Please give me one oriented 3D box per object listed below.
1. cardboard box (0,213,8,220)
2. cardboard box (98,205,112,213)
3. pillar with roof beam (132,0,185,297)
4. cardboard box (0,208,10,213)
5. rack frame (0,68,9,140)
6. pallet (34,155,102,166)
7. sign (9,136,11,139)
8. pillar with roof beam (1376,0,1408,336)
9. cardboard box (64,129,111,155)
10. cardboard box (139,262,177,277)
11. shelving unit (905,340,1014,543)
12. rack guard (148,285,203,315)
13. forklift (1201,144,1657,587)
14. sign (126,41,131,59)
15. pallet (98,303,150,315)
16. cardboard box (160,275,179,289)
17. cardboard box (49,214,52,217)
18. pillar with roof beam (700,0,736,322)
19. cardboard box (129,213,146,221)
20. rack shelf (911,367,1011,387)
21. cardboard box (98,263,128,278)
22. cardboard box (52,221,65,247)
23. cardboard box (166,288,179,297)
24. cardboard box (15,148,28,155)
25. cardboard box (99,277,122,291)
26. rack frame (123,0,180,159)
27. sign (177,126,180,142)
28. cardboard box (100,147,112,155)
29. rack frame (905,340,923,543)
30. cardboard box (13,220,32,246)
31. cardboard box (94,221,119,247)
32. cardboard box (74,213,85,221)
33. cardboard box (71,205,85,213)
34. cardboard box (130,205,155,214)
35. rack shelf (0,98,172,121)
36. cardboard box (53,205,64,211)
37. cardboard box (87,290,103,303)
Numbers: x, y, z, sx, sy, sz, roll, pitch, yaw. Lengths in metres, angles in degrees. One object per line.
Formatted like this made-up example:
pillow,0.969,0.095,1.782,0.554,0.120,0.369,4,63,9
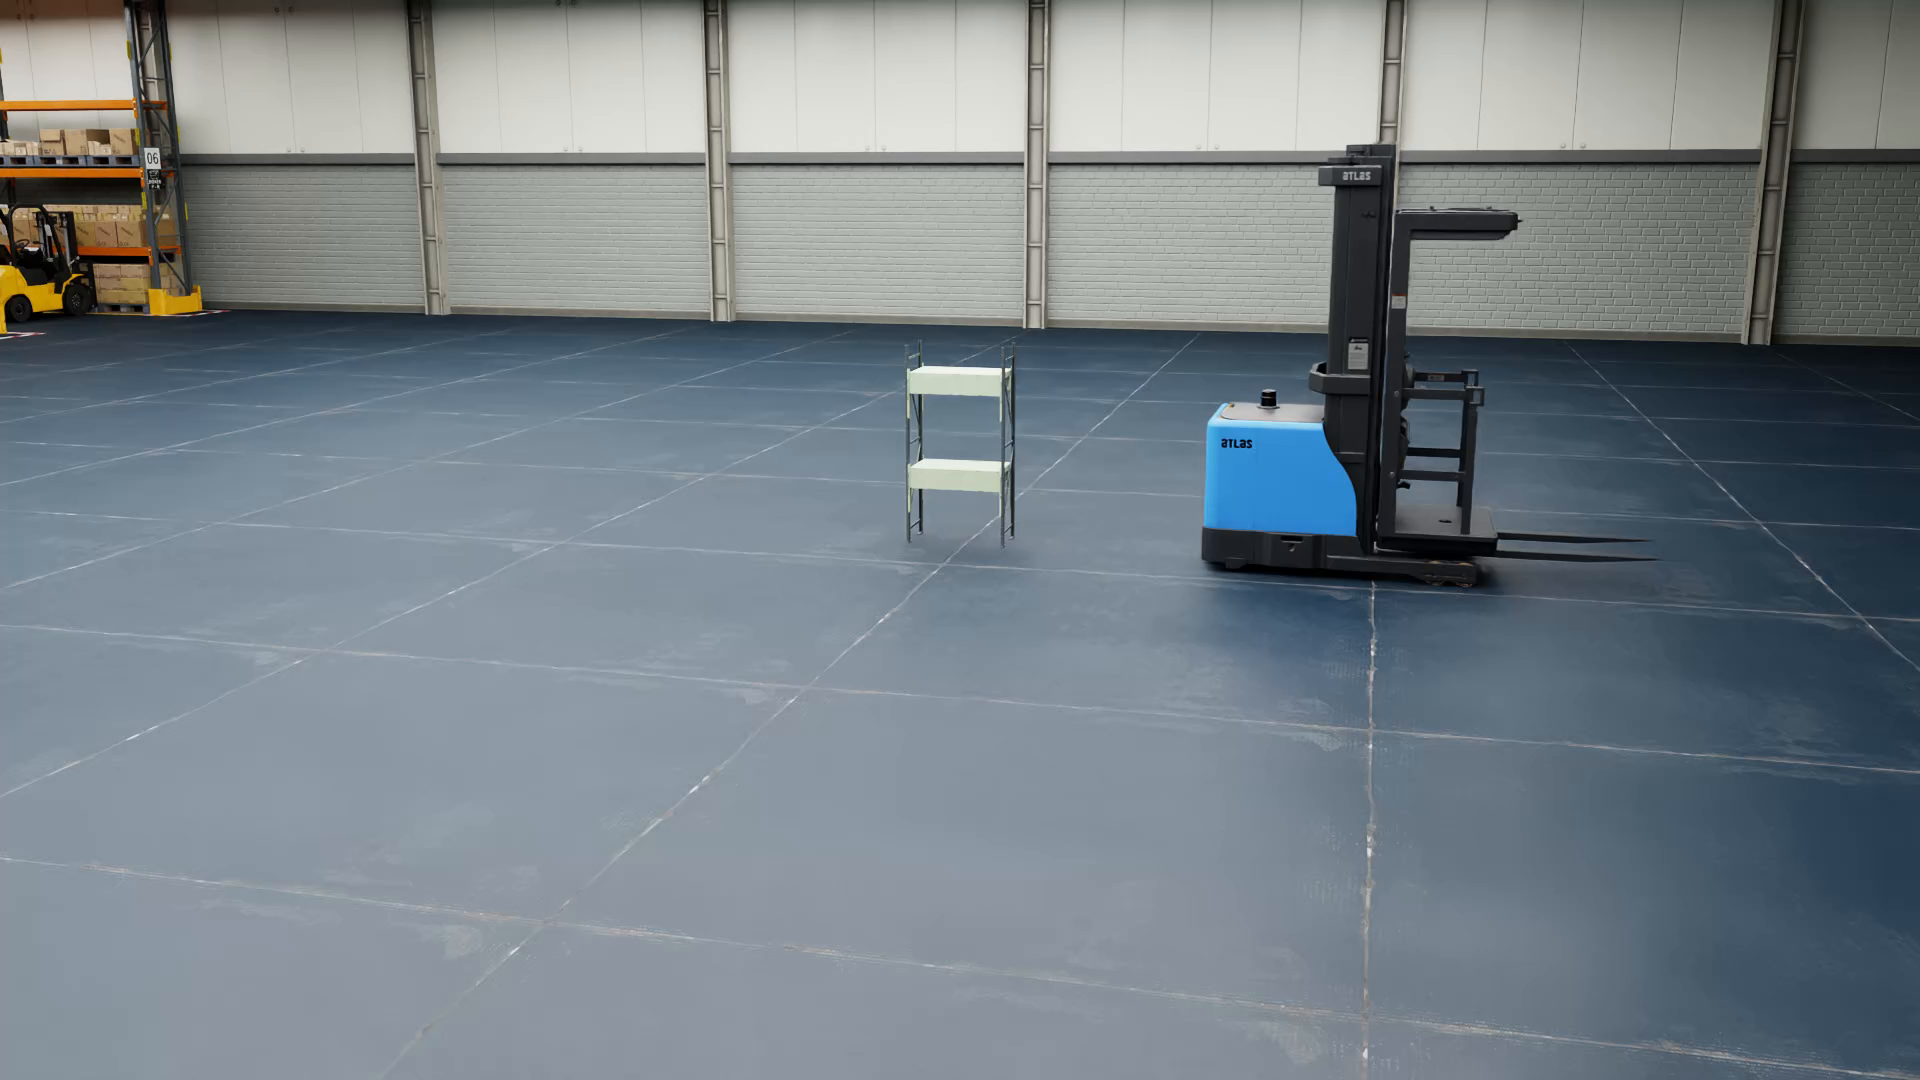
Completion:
cardboard box,-19.043,-6.494,33.350,0.250,0.149,0.380,3,13,15
cardboard box,-16.788,-6.534,32.842,0.250,0.149,0.380,3,13,14
pillar with roof beam,-17.149,-8.255,29.166,0.548,9.000,9.100,3,13,14
cardboard box,-19.023,-6.654,33.386,0.250,0.149,0.380,3,13,14
rack frame,-19.541,-9.142,33.164,0.127,3.000,1.000,3,13,14
pallet,-17.526,-7.532,33.037,1.213,0.211,1.003,3,13,14
sign,-26.503,-8.071,29.939,11.899,2.034,11.111,3,13,14
pillar with roof beam,6.151,-7.010,23.552,0.400,9.000,9.100,3,13,14
cardboard box,-17.117,-7.819,32.694,0.500,0.500,0.700,3,13,14
cardboard box,-16.079,-5.421,33.314,0.500,0.250,0.500,3,13,13
shelving unit,0.003,-0.732,12.571,0.748,1.500,0.431,3,13,14
rack guard,-15.635,-4.784,33.144,0.348,0.500,1.175,3,13,14
forklift,3.286,-1.238,11.545,3.031,2.935,1.130,3,13,14
sign,-15.802,-9.316,31.608,0.005,0.325,0.100,3,13,14
pallet,-16.410,-4.676,33.320,1.213,0.211,1.003,3,13,14
cardboard box,-16.065,-5.181,33.384,0.500,0.250,0.500,3,13,15
cardboard box,-18.059,-6.435,33.083,0.250,0.149,0.380,3,13,12
pillar with roof beam,-5.499,-7.632,26.359,0.400,9.000,9.100,3,13,14
cardboard box,-16.062,-6.330,32.613,0.250,0.149,0.380,3,13,14
rack shelf,0.006,-1.208,12.464,0.686,0.124,0.368,3,13,14
cardboard box,-16.677,-5.340,32.949,0.500,0.250,0.500,3,13,15
cardboard box,-17.688,-6.104,33.091,0.500,0.500,0.500,3,13,14
cardboard box,-16.577,-5.768,33.406,1.525,1.888,0.565,3,13,14
cardboard box,-18.432,-7.682,32.888,0.250,0.149,0.380,3,13,15
cardboard box,-16.690,-5.100,33.022,0.500,0.250,0.500,3,13,13
rack frame,-15.658,-8.935,32.229,0.127,3.000,1.000,3,13,14
sign,-15.519,-8.052,32.975,0.005,0.325,0.100,3,13,14
cardboard box,-16.535,-7.581,32.431,0.250,0.149,0.380,3,13,12
rack frame,-0.349,-0.751,12.655,0.023,1.500,0.400,3,13,14
cardboard box,-18.664,-6.161,33.346,0.500,0.500,0.500,3,13,15
cardboard box,-16.700,-6.054,32.864,0.500,0.500,0.500,3,13,15
cardboard box,-17.313,-6.392,32.890,0.255,0.149,0.383,3,13,15
cardboard box,-17.319,-6.536,32.853,0.250,0.149,0.380,3,13,15
cardboard box,-16.056,-6.491,32.649,0.250,0.149,0.380,3,13,14
rack shelf,-17.600,-8.492,32.818,4.000,0.370,1.077,3,13,14
cardboard box,-17.787,-6.586,33.078,0.250,0.149,0.380,3,13,14
cardboard box,-17.154,-4.882,33.192,0.500,0.250,0.500,3,13,14
